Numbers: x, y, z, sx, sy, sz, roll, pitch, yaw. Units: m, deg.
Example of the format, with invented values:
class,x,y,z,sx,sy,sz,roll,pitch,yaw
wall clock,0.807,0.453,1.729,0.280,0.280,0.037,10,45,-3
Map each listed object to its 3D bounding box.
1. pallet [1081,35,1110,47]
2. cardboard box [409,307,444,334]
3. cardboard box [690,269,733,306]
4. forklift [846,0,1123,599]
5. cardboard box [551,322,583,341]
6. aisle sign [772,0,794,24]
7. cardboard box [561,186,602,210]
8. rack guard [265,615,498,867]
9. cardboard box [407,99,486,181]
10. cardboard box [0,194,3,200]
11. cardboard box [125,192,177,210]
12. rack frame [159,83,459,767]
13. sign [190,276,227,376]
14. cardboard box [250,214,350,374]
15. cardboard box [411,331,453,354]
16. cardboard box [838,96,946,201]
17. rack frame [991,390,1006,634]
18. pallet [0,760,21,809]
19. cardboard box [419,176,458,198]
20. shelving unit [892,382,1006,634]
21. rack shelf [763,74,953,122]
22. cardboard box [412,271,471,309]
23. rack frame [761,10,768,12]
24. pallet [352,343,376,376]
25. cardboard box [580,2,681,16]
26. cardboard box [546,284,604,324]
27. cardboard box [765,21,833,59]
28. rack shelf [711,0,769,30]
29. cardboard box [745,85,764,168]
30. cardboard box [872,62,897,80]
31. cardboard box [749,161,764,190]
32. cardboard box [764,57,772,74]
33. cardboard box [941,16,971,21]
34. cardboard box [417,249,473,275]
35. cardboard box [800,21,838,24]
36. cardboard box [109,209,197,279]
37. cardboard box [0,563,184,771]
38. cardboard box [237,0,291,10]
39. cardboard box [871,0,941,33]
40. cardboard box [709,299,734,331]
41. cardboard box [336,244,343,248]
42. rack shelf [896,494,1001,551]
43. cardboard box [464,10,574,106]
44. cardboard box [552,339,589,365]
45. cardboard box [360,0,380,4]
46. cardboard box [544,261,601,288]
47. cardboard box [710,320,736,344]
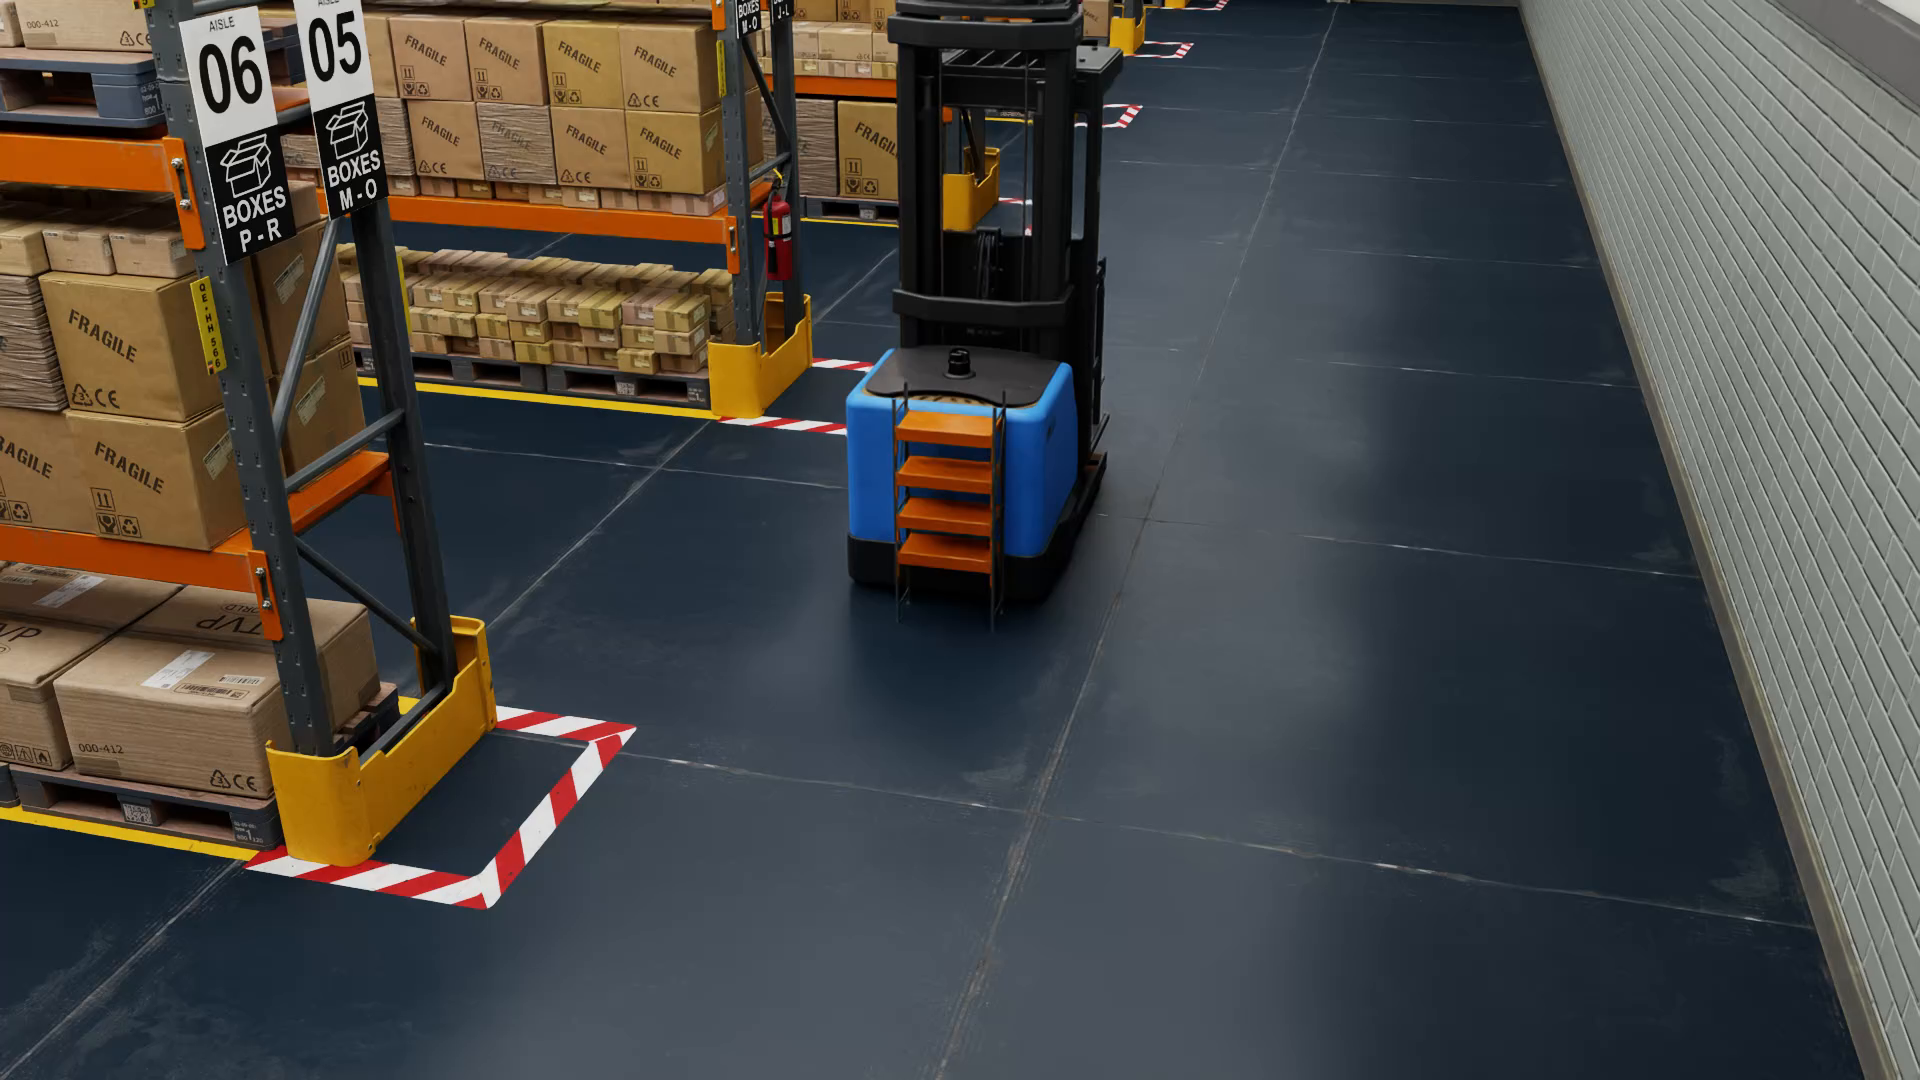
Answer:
class,x,y,z,sx,sy,sz,roll,pitch,yaw
pallet,1.683,-7.408,24.564,1.213,0.211,1.003,6,26,13
cardboard box,-3.615,-1.565,11.530,0.250,0.149,0.380,6,26,13
cardboard box,-1.698,-1.765,11.603,0.250,0.149,0.380,5,26,11
forklift,0.264,-1.632,9.269,1.130,2.935,3.031,6,26,12
cardboard box,-2.596,-1.497,11.387,0.250,0.149,0.380,6,26,12
aisle sign,-1.130,-3.687,10.480,0.004,0.787,0.394,6,26,13
cardboard box,-2.392,-2.280,10.842,0.250,0.149,0.380,7,26,14
rack guard,-2.387,0.807,6.974,0.348,0.500,1.175,6,26,13
cardboard box,-3.246,-2.682,10.931,0.500,0.500,0.500,8,27,16
cardboard box,-3.800,-1.180,6.206,0.250,0.149,0.380,6,26,13
cardboard box,-2.957,-1.266,6.385,0.250,0.149,0.380,7,26,14
rack frame,-2.410,-0.324,6.442,0.127,3.000,1.000,6,26,13
sign,-2.559,-0.730,5.671,0.005,0.325,0.100,6,26,13
cardboard box,-2.804,-0.991,6.563,0.500,0.500,0.500,6,26,12
cardboard box,-3.610,-1.432,11.596,0.250,0.149,0.380,6,26,12
cardboard box,-0.582,-3.716,15.548,0.875,0.875,0.875,6,26,13
rack frame,0.187,-0.125,8.117,0.015,1.200,0.240,6,26,12
pallet,-4.382,0.750,7.429,1.213,0.211,1.003,6,26,13
cardboard box,-3.398,-2.414,11.123,0.250,0.149,0.380,7,26,15
shelving unit,-0.050,-0.149,8.168,0.503,1.200,0.258,6,26,12
rack shelf,-1.879,-4.339,15.712,4.000,0.370,1.077,6,26,13
cardboard box,-3.589,-1.737,11.545,0.250,0.149,0.380,5,26,11
rack frame,-2.582,-6.940,20.338,0.127,3.000,1.000,6,26,13
pallet,-4.490,-1.508,12.172,1.213,0.211,1.003,6,26,13
cardboard box,-2.134,-3.237,10.934,0.500,0.500,0.500,7,26,15
cardboard box,-2.597,-1.598,11.253,0.250,0.149,0.380,5,26,11
cardboard box,-1.462,-4.567,15.182,0.500,0.250,0.500,5,26,11
rack shelf,-3.212,-3.640,10.753,4.000,0.370,1.077,6,26,13
cardboard box,-1.641,-2.739,11.050,0.500,0.500,0.500,8,26,15
cardboard box,-0.621,-4.265,15.011,0.250,0.149,0.380,7,26,14
cardboard box,-1.507,-2.454,11.207,0.250,0.149,0.380,6,26,13
cardboard box,-1.610,-4.374,15.240,0.250,0.149,0.380,6,26,13
cardboard box,0.004,-7.964,25.104,0.500,0.311,0.500,6,26,13
cardboard box,-3.722,-1.980,12.056,0.250,0.149,0.380,5,26,10
cardboard box,-1.330,-4.789,15.647,0.500,0.250,0.500,5,26,11
cardboard box,-2.808,-1.069,5.972,0.250,0.149,0.380,7,26,14
cardboard box,-3.963,0.519,7.162,0.875,0.438,0.875,7,26,14
cardboard box,-4.773,-3.305,11.078,0.500,0.500,0.500,7,26,14
cardboard box,-0.479,-4.798,14.795,0.500,0.500,0.500,7,26,14
cardboard box,-1.719,-1.596,11.594,0.250,0.149,0.380,7,26,15
cardboard box,-4.740,-2.066,12.235,0.250,0.149,0.380,7,26,14
rack shelf,-0.050,-0.089,8.197,0.480,0.148,0.258,6,26,12
cardboard box,-2.777,-3.079,10.601,0.500,0.500,0.500,8,27,16
cardboard box,-2.588,-1.338,11.400,0.250,0.149,0.380,7,26,14
cardboard box,-4.124,-3.464,11.411,0.500,0.500,0.500,5,26,11
cardboard box,-2.734,-1.850,11.782,0.250,0.149,0.380,7,26,15
cardboard box,-1.703,-1.488,11.713,0.250,0.149,0.380,7,26,14
